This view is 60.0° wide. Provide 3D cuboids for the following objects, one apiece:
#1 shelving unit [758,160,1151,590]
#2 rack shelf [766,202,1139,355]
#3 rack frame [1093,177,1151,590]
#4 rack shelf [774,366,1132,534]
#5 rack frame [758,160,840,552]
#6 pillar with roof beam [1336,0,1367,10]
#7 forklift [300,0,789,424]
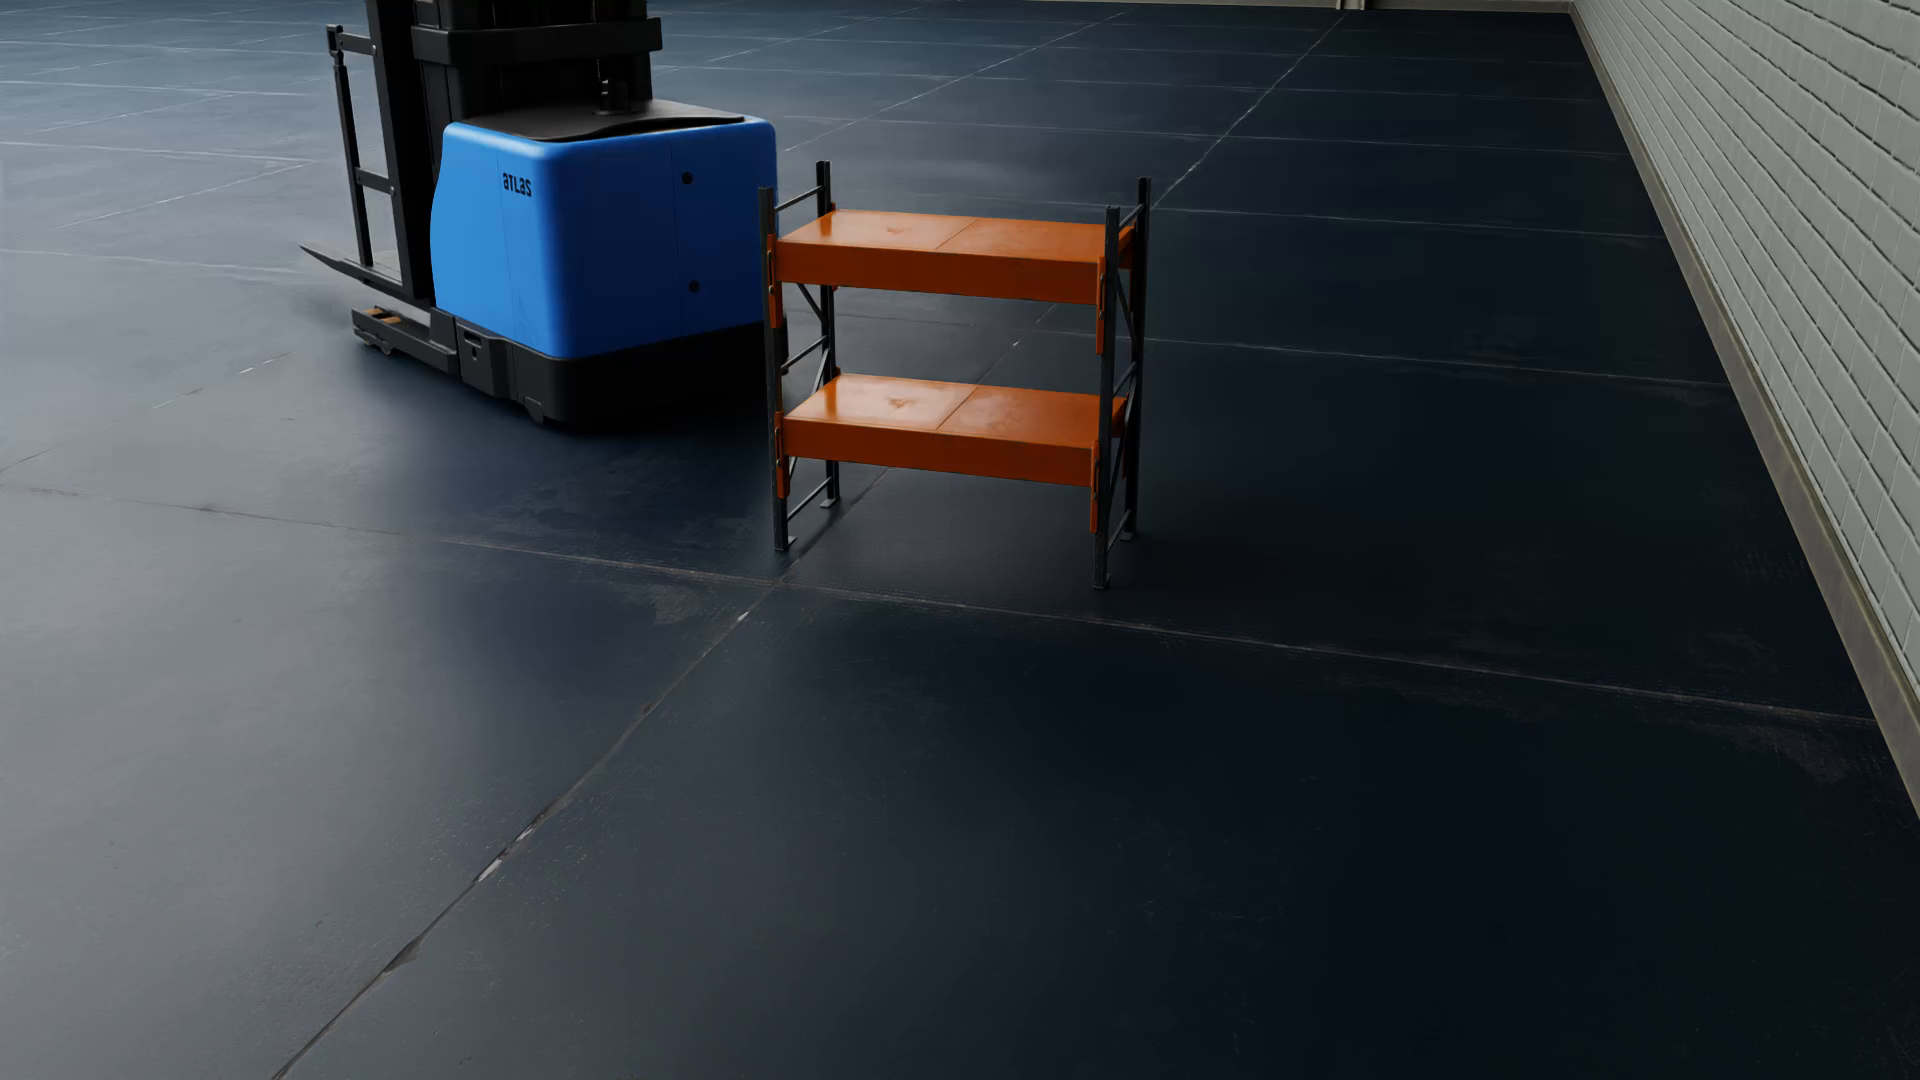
[{"bbox_3d":[-0.006,-0.521,5.058,1.048,1.125,0.538,7,23,16],"label":"shelving unit"},{"bbox_3d":[-0.006,-0.792,4.947,1.000,0.278,0.538,7,23,16],"label":"rack shelf"},{"bbox_3d":[0.480,-0.465,4.922,0.032,1.125,0.500,7,23,16],"label":"rack frame"},{"bbox_3d":[-0.006,-0.295,5.151,1.000,0.278,0.538,7,23,16],"label":"rack shelf"},{"bbox_3d":[-0.493,-0.577,5.194,0.032,1.125,0.500,7,23,16],"label":"rack frame"},{"bbox_3d":[4.365,-10.217,18.321,0.400,9.000,9.100,7,23,16],"label":"pillar with roof beam"},{"bbox_3d":[-2.038,-2.270,6.943,1.130,2.935,3.031,-18,29,-37],"label":"forklift"}]
